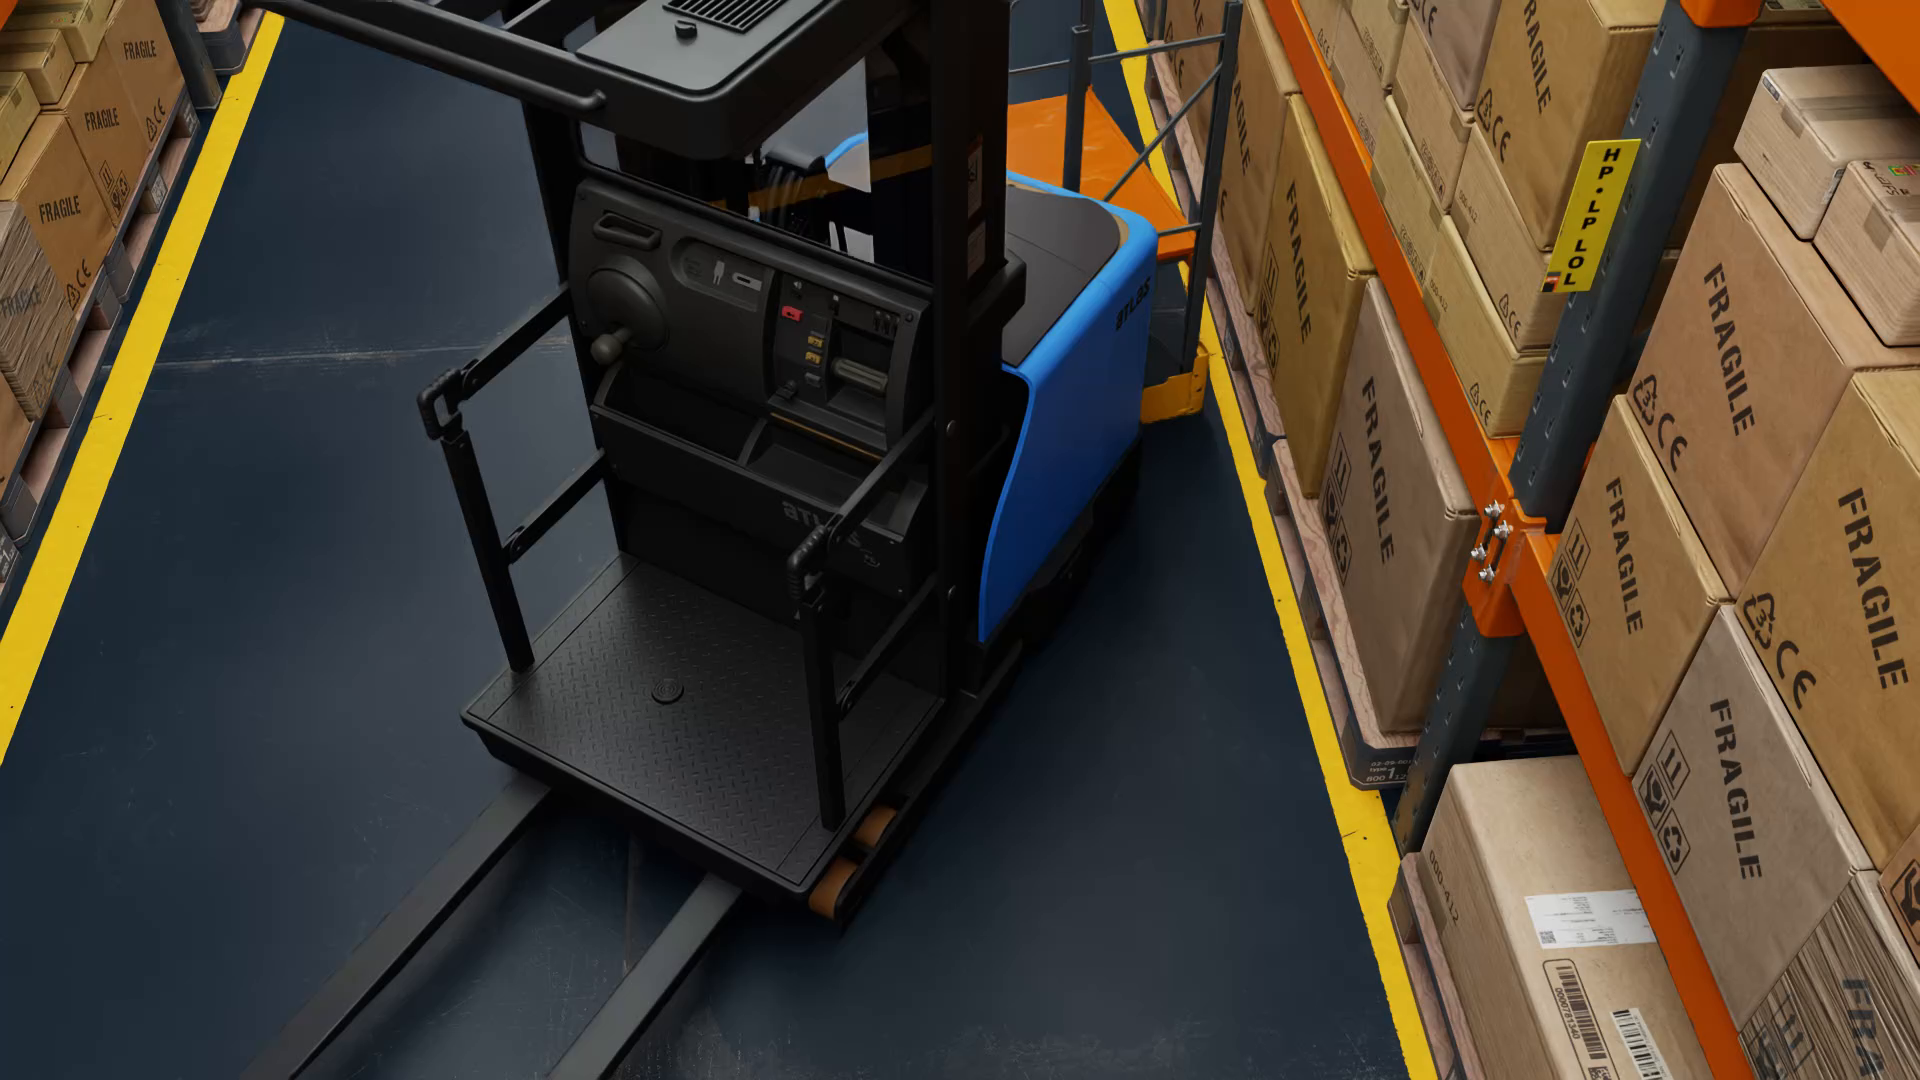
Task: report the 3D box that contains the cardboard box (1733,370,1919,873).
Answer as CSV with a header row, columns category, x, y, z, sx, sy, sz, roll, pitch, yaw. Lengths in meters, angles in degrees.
category,x,y,z,sx,sy,sz,roll,pitch,yaw
cardboard box,1.508,0.101,2.331,0.500,0.500,0.500,-4,47,-4

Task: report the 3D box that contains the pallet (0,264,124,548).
category,x,y,z,sx,sy,sz,roll,pitch,yaw
pallet,-3.484,-0.454,5.534,1.003,0.211,1.213,-3,47,-3

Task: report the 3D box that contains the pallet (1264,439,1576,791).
category,x,y,z,sx,sy,sz,roll,pitch,yaw
pallet,1.534,0.159,4.954,1.003,0.211,1.213,-3,47,-3

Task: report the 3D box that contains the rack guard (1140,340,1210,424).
category,x,y,z,sx,sy,sz,roll,pitch,yaw
rack guard,0.541,-0.489,5.541,0.587,0.250,0.087,-14,48,-13

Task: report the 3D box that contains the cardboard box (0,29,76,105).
category,x,y,z,sx,sy,sz,roll,pitch,yaw
cardboard box,-3.282,-1.613,5.697,0.380,0.149,0.250,-5,47,-5

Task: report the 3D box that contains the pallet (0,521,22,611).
category,x,y,z,sx,sy,sz,roll,pitch,yaw
pallet,-3.378,0.431,4.696,1.003,0.211,1.213,-3,47,-3

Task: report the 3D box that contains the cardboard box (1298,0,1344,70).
category,x,y,z,sx,sy,sz,roll,pitch,yaw
cardboard box,1.272,-1.612,4.814,0.500,0.250,0.500,-3,47,-3

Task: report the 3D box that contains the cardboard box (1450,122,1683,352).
category,x,y,z,sx,sy,sz,roll,pitch,yaw
cardboard box,1.394,-0.671,3.578,0.500,0.250,0.500,-4,47,-3

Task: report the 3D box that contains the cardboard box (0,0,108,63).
category,x,y,z,sx,sy,sz,roll,pitch,yaw
cardboard box,-3.260,-1.806,5.880,0.380,0.149,0.250,-6,47,-5

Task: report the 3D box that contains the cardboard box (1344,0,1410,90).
category,x,y,z,sx,sy,sz,roll,pitch,yaw
cardboard box,1.295,-1.406,4.275,0.500,0.250,0.500,-2,47,-2

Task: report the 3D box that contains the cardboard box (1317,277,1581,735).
category,x,y,z,sx,sy,sz,roll,pitch,yaw
cardboard box,1.542,-0.104,4.456,0.875,0.875,0.875,-2,47,-2

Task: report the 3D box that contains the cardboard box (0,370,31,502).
category,x,y,z,sx,sy,sz,roll,pitch,yaw
cardboard box,-3.181,-0.336,4.935,0.500,0.500,0.500,-5,47,-4

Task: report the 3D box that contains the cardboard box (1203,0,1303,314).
category,x,y,z,sx,sy,sz,roll,pitch,yaw
cardboard box,1.384,-1.403,5.687,0.875,0.875,0.875,-3,47,-3

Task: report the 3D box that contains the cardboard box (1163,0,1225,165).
category,x,y,z,sx,sy,sz,roll,pitch,yaw
cardboard box,1.313,-2.049,6.299,0.875,0.875,0.875,-4,47,-4

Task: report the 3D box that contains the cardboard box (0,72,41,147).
category,x,y,z,sx,sy,sz,roll,pitch,yaw
cardboard box,-3.305,-1.419,5.514,0.380,0.149,0.250,-2,47,-2

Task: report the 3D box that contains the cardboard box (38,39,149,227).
category,x,y,z,sx,sy,sz,roll,pitch,yaw
cardboard box,-3.327,-1.465,6.004,0.500,0.500,0.500,-4,47,-4

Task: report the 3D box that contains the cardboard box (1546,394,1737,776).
category,x,y,z,sx,sy,sz,roll,pitch,yaw
cardboard box,1.452,0.075,3.044,0.500,0.500,0.500,-2,47,-2

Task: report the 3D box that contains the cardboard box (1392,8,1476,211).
category,x,y,z,sx,sy,sz,roll,pitch,yaw
cardboard box,1.345,-1.032,3.920,0.500,0.250,0.500,-2,47,-2

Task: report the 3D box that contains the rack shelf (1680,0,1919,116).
category,x,y,z,sx,sy,sz,roll,pitch,yaw
rack shelf,1.841,0.417,1.219,1.077,0.370,4.000,-3,47,-3

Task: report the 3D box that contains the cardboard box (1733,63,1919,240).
category,x,y,z,sx,sy,sz,roll,pitch,yaw
cardboard box,1.441,-0.603,2.551,0.380,0.149,0.250,-4,47,-4

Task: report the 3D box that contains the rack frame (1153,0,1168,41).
category,x,y,z,sx,sy,sz,roll,pitch,yaw
rack frame,1.338,-3.140,6.158,1.000,3.000,0.127,-3,47,-3

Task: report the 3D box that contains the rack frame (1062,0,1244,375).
category,x,y,z,sx,sy,sz,roll,pitch,yaw
rack frame,0.541,-0.918,5.087,0.500,1.500,0.032,-14,48,-13

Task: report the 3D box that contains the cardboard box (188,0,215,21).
category,x,y,z,sx,sy,sz,roll,pitch,yaw
cardboard box,-3.646,-2.616,7.008,0.875,0.625,0.625,-2,47,-2

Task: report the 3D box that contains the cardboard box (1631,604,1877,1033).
category,x,y,z,sx,sy,sz,roll,pitch,yaw
cardboard box,1.490,0.439,2.699,0.500,0.500,0.500,-3,47,-3

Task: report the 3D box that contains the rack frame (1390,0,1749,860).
category,x,y,z,sx,sy,sz,roll,pitch,yaw
rack frame,1.673,-0.246,3.417,1.000,3.000,0.127,-3,47,-3

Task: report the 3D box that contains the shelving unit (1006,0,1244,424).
category,x,y,z,sx,sy,sz,roll,pitch,yaw
shelving unit,0.382,-1.262,5.412,0.587,1.500,1.083,-14,48,-13

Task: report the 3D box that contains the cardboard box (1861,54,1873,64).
category,x,y,z,sx,sy,sz,roll,pitch,yaw
cardboard box,1.923,-0.960,3.336,0.500,0.500,0.500,-3,47,-3

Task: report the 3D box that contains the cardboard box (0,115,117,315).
category,x,y,z,sx,sy,sz,roll,pitch,yaw
cardboard box,-3.280,-1.086,5.645,0.500,0.500,0.500,-2,47,-2

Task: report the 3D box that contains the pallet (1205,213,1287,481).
category,x,y,z,sx,sy,sz,roll,pitch,yaw
pallet,1.428,-0.726,5.792,1.003,0.211,1.213,-3,47,-3

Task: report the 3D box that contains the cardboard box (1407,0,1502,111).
category,x,y,z,sx,sy,sz,roll,pitch,yaw
cardboard box,1.335,-1.306,3.664,0.500,0.500,0.500,-3,47,-3

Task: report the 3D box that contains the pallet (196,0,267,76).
category,x,y,z,sx,sy,sz,roll,pitch,yaw
pallet,-3.638,-2.475,7.448,1.003,0.211,1.213,-3,47,-3

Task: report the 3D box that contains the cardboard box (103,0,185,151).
category,x,y,z,sx,sy,sz,roll,pitch,yaw
cardboard box,-3.358,-1.828,6.347,0.500,0.500,0.500,-2,47,-2

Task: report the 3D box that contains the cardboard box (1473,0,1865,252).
category,x,y,z,sx,sy,sz,roll,pitch,yaw
cardboard box,1.386,-0.932,3.309,0.500,0.500,0.500,-2,47,-2

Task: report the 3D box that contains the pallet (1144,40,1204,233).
category,x,y,z,sx,sy,sz,roll,pitch,yaw
pallet,1.329,-1.606,6.626,1.003,0.211,1.213,-3,47,-3

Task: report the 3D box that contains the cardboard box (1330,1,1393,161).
category,x,y,z,sx,sy,sz,roll,pitch,yaw
cardboard box,1.320,-1.238,4.460,0.500,0.250,0.500,-5,47,-4

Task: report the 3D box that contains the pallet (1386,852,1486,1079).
category,x,y,z,sx,sy,sz,roll,pitch,yaw
pallet,1.659,1.268,3.904,1.003,0.211,1.213,-3,47,-3

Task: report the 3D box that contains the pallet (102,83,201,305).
category,x,y,z,sx,sy,sz,roll,pitch,yaw
pallet,-3.583,-1.334,6.368,1.003,0.211,1.213,-3,47,-3

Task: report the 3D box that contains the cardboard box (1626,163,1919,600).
category,x,y,z,sx,sy,sz,roll,pitch,yaw
cardboard box,1.472,-0.265,2.677,0.500,0.500,0.500,-3,47,-3

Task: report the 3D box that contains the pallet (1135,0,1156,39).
category,x,y,z,sx,sy,sz,roll,pitch,yaw
pallet,1.274,-2.747,7.706,1.003,0.211,1.213,-3,47,-3

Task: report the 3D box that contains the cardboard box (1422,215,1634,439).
category,x,y,z,sx,sy,sz,roll,pitch,yaw
cardboard box,1.384,-0.504,3.764,0.500,0.250,0.500,-4,47,-4

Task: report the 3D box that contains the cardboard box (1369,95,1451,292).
category,x,y,z,sx,sy,sz,roll,pitch,yaw
cardboard box,1.343,-0.872,4.113,0.500,0.250,0.500,-4,47,-4

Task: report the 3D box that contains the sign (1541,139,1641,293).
category,x,y,z,sx,sy,sz,roll,pitch,yaw
sign,1.133,-0.577,2.988,0.100,0.325,0.005,-3,47,-3

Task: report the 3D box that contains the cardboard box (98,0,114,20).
category,x,y,z,sx,sy,sz,roll,pitch,yaw
cardboard box,-3.314,-2.002,6.065,0.380,0.149,0.250,-6,47,-5

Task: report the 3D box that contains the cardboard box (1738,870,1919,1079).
category,x,y,z,sx,sy,sz,roll,pitch,yaw
cardboard box,1.525,0.800,2.358,0.500,0.500,0.500,-3,47,-3

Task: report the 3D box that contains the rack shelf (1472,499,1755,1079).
category,x,y,z,sx,sy,sz,roll,pitch,yaw
rack shelf,1.841,1.448,2.308,1.077,0.370,4.000,-3,47,-3

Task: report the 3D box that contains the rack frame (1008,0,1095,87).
category,x,y,z,sx,sy,sz,roll,pitch,yaw
rack frame,0.217,-1.618,5.749,0.500,1.500,0.032,-14,48,-13

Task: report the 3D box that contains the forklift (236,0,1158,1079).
category,x,y,z,sx,sy,sz,roll,pitch,yaw
forklift,-0.606,-0.412,3.621,1.130,2.935,3.031,23,51,20

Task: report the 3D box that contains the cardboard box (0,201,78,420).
category,x,y,z,sx,sy,sz,roll,pitch,yaw
cardboard box,-3.218,-0.712,5.291,0.500,0.500,0.500,-5,47,-5

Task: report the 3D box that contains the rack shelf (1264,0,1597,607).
category,x,y,z,sx,sy,sz,roll,pitch,yaw
rack shelf,1.506,-1.446,5.049,1.077,0.370,4.000,-3,47,-3

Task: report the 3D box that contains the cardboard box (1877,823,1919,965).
category,x,y,z,sx,sy,sz,roll,pitch,yaw
cardboard box,1.539,0.472,1.979,0.500,0.500,0.500,-3,47,-3

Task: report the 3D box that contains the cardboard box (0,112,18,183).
category,x,y,z,sx,sy,sz,roll,pitch,yaw
cardboard box,-3.284,-1.239,5.343,0.380,0.149,0.250,-4,47,-4

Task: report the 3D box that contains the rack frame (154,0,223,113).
category,x,y,z,sx,sy,sz,roll,pitch,yaw
rack frame,-3.608,-2.836,5.870,1.000,3.000,0.127,-3,47,-3

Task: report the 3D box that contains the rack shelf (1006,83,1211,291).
category,x,y,z,sx,sy,sz,roll,pitch,yaw
rack shelf,0.379,-1.144,5.549,0.538,0.185,1.000,-14,48,-13

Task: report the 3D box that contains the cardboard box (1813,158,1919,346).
category,x,y,z,sx,sy,sz,roll,pitch,yaw
cardboard box,1.479,-0.419,2.376,0.380,0.149,0.250,-3,47,-3

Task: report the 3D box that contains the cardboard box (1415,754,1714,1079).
category,x,y,z,sx,sy,sz,roll,pitch,yaw
cardboard box,1.619,0.951,3.758,0.875,0.438,0.875,-4,47,-4

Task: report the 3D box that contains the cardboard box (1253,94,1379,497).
category,x,y,z,sx,sy,sz,roll,pitch,yaw
cardboard box,1.458,-0.757,5.075,0.875,0.875,0.875,-2,47,-2
